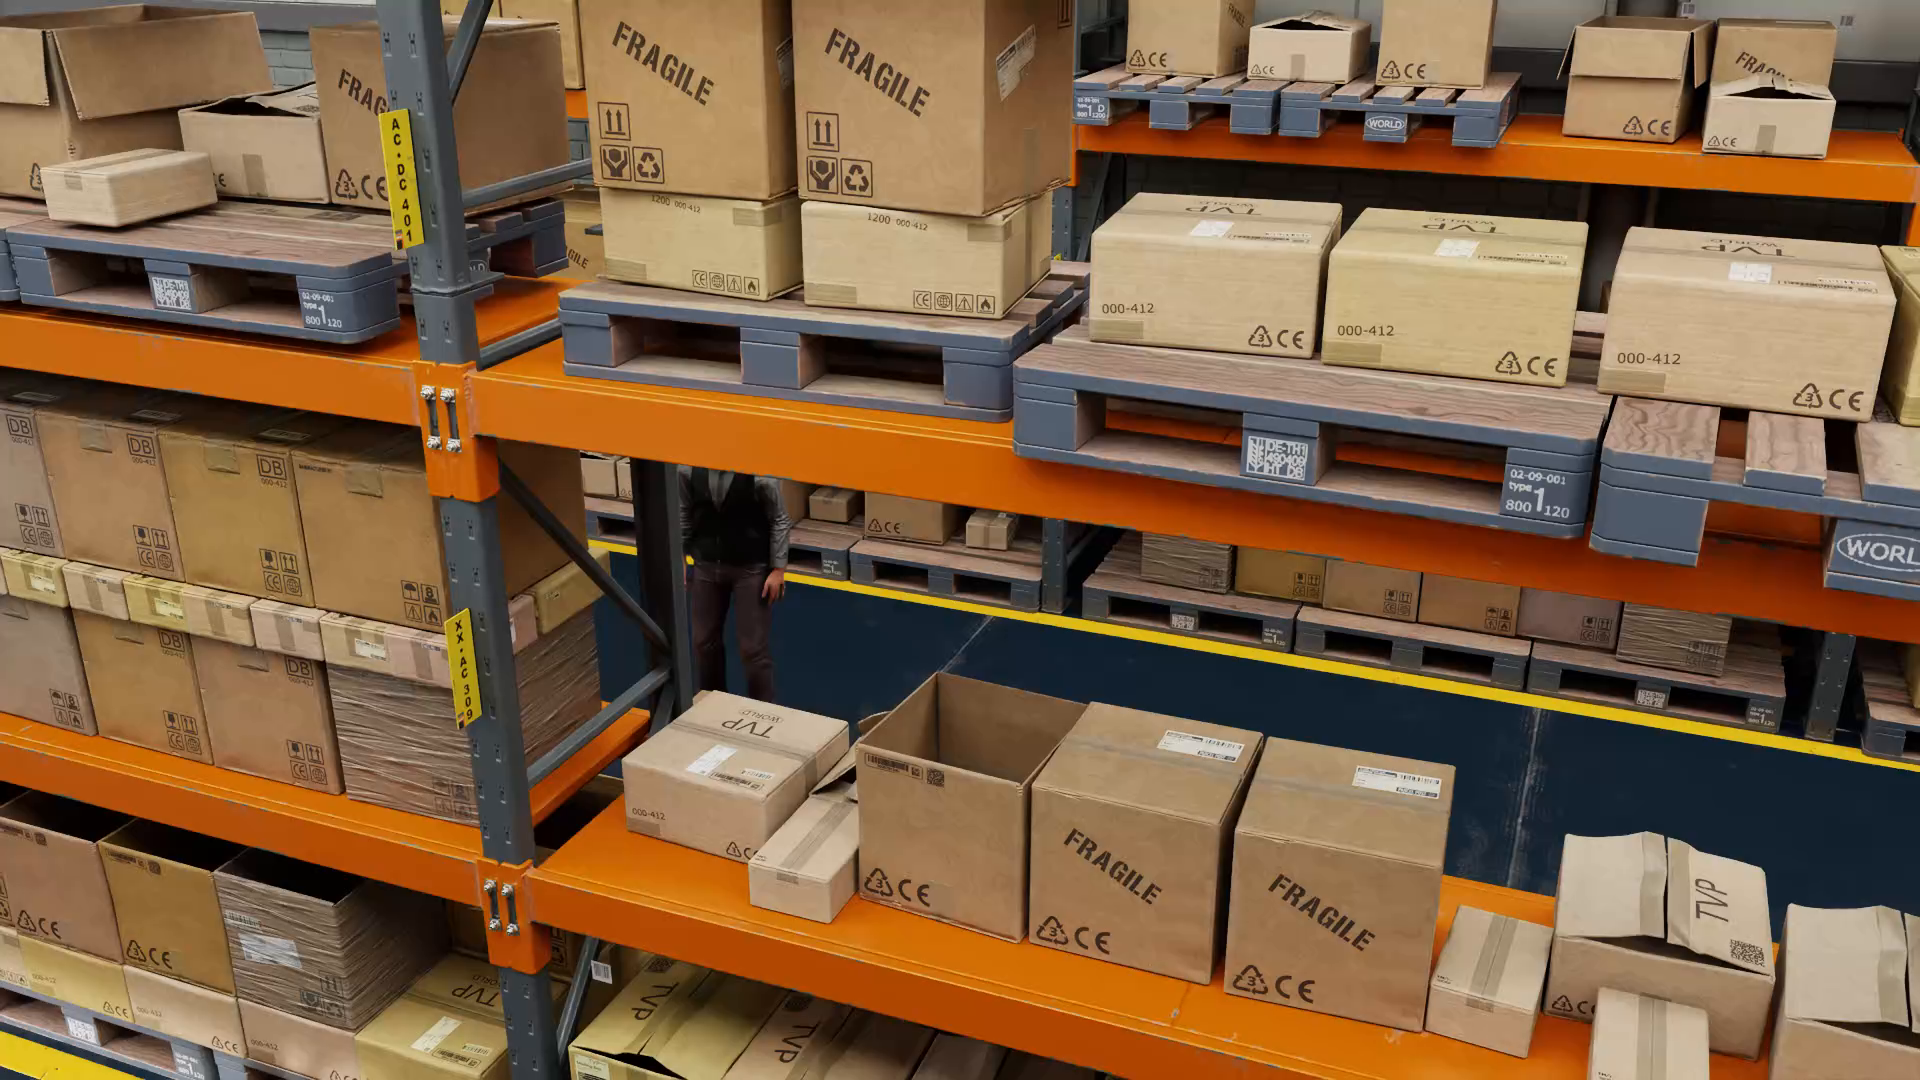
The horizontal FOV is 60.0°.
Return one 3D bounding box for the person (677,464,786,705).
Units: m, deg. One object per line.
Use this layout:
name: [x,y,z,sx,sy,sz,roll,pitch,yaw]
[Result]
person: [-1.103,0.130,8.031,0.581,1.721,0.418,9,24,21]
